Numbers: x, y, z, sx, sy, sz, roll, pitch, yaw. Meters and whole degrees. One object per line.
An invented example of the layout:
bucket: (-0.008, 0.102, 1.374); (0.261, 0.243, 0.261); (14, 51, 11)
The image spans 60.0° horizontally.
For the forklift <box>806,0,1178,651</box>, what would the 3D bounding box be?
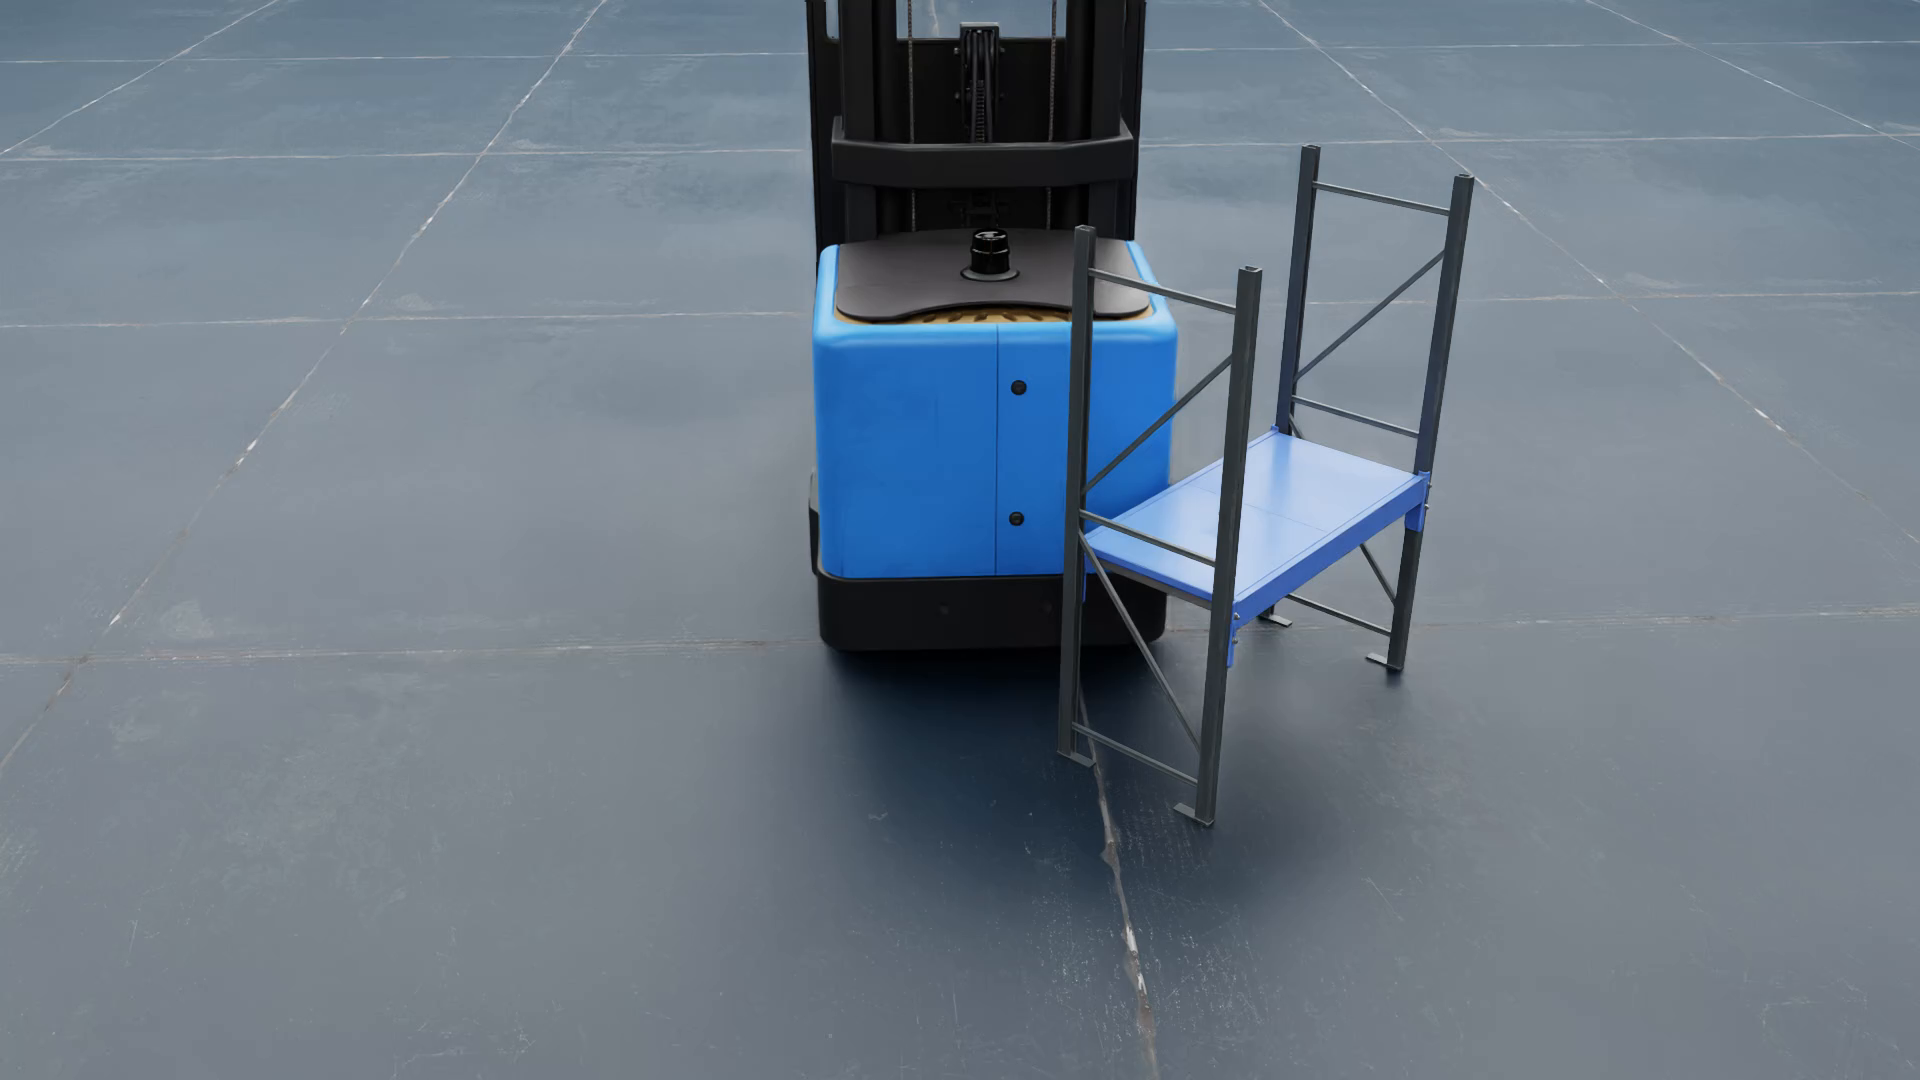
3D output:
forklift: (0.040, -1.612, 5.671); (1.130, 2.935, 3.031); (-1, 28, -2)

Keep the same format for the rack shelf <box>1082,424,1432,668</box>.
rack shelf: (0.804, -0.017, 4.550); (0.538, 0.185, 1.000); (22, 35, 36)

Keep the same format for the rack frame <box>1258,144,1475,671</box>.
rack frame: (1.141, -0.352, 4.804); (0.500, 1.500, 0.032); (22, 35, 36)

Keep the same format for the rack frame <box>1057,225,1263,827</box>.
rack frame: (0.467, 0.000, 4.129); (0.500, 1.500, 0.032); (22, 35, 36)

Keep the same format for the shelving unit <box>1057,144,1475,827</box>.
shelving unit: (0.804, -0.176, 4.466); (0.538, 1.500, 1.048); (22, 35, 36)
